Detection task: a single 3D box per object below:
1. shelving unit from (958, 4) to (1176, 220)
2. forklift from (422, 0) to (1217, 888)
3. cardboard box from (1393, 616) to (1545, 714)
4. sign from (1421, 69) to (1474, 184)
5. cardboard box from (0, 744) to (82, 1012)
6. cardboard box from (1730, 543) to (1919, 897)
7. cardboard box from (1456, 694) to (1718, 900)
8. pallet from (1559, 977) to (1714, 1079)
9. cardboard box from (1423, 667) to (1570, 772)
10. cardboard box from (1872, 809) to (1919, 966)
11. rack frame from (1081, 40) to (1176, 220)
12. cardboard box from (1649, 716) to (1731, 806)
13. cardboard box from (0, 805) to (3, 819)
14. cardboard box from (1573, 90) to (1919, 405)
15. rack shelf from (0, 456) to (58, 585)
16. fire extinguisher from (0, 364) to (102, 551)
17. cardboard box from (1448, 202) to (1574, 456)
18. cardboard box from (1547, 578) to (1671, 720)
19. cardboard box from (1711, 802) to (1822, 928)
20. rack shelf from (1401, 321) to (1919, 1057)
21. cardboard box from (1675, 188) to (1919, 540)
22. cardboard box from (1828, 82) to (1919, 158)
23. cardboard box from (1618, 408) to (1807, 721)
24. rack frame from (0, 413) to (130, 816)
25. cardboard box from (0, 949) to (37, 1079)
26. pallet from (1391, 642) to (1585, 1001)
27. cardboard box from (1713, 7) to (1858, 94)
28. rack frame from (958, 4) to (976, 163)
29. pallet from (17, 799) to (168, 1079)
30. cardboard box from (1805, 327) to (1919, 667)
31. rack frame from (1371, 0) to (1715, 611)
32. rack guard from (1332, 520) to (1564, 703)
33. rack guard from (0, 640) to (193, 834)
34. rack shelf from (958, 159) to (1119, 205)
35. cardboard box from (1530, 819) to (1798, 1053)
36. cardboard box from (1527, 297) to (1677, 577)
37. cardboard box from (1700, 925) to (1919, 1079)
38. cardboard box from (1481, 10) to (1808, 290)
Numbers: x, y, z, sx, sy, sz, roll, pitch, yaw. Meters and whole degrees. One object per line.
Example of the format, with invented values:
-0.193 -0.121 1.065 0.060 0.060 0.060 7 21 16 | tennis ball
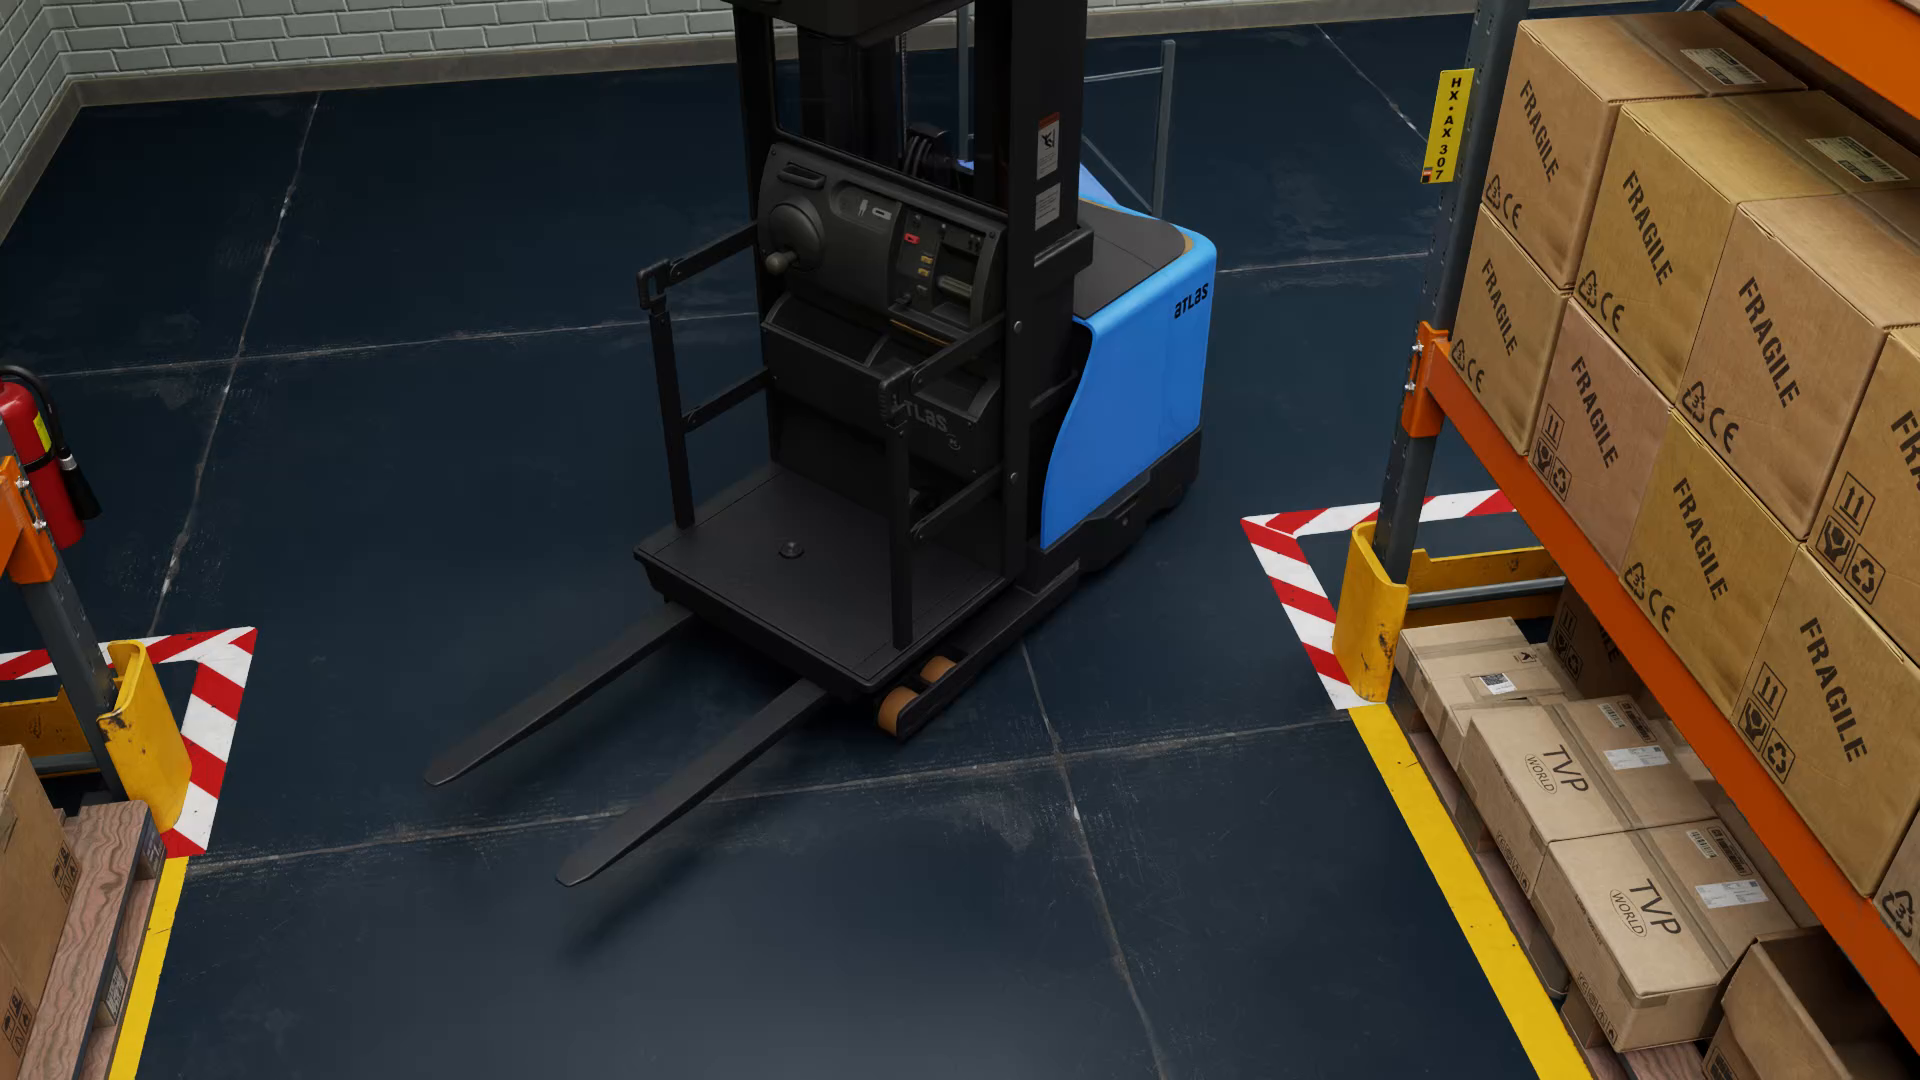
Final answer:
0.396 -1.513 6.975 0.538 1.500 1.048 -12 39 -15 | shelving unit
-0.396 -0.861 4.969 1.130 2.935 3.031 27 45 30 | forklift
1.606 0.395 5.262 0.380 0.149 0.250 -6 38 -8 | cardboard box
1.337 -1.131 4.555 0.100 0.325 0.005 -6 38 -8 | sign
-2.784 0.921 4.315 0.700 0.500 0.500 -6 38 -8 | cardboard box
1.956 0.326 3.304 0.500 0.500 0.500 -6 38 -7 | cardboard box
1.775 0.726 4.753 0.500 0.250 0.500 -6 38 -8 | cardboard box
2.236 1.517 4.126 1.003 0.211 1.213 -6 38 -8 | pallet
1.650 0.539 5.062 0.380 0.166 0.250 -6 38 -8 | cardboard box
2.048 0.634 2.908 0.500 0.500 0.500 -5 38 -7 | cardboard box
0.562 -1.218 6.596 0.500 1.500 0.032 -12 39 -15 | rack frame
2.192 0.654 4.914 0.380 0.166 0.250 -6 38 -8 | cardboard box
-2.582 0.723 4.041 0.380 0.149 0.250 -7 38 -8 | cardboard box
1.789 -0.670 3.771 0.500 0.500 0.500 -6 38 -7 | cardboard box
-2.654 1.180 2.873 1.077 0.370 4.000 -6 38 -8 | rack shelf
-2.577 -0.275 4.526 0.296 0.674 0.183 -6 38 -8 | fire extinguisher
1.690 -0.590 4.483 0.500 0.500 0.500 -5 38 -7 | cardboard box
2.209 0.268 5.139 0.500 0.500 0.500 -6 38 -8 | cardboard box
2.346 0.944 4.473 0.500 0.250 0.500 -6 38 -8 | cardboard box
2.222 0.645 3.561 1.077 0.370 4.000 -6 38 -8 | rack shelf
1.872 -0.368 3.382 0.500 0.500 0.500 -6 38 -7 | cardboard box
2.310 -0.737 3.858 0.500 0.500 0.500 -5 38 -7 | cardboard box
1.870 0.024 3.692 0.500 0.500 0.500 -6 38 -8 | cardboard box
-3.005 -0.312 4.207 1.000 3.000 0.127 -6 38 -8 | rack frame
-2.696 1.223 3.926 0.700 0.500 0.500 -6 38 -8 | cardboard box
2.025 0.781 5.072 1.003 0.211 1.213 -6 38 -8 | pallet
2.220 -1.042 4.250 0.500 0.500 0.500 -7 38 -8 | cardboard box
0.231 -1.808 7.355 0.500 1.500 0.032 -12 39 -15 | rack frame
-2.788 1.264 4.452 1.003 0.211 1.213 -6 38 -8 | pallet
1.962 -0.061 2.987 0.500 0.500 0.500 -7 38 -8 | cardboard box
1.871 -0.847 4.896 1.000 3.000 0.127 -6 38 -8 | rack frame
1.885 0.186 5.603 1.175 0.500 0.348 -6 38 -8 | rack guard
-3.009 0.660 4.992 1.175 0.500 0.348 -6 38 -8 | rack guard
0.396 -1.371 7.086 0.538 0.185 1.000 -12 39 -15 | rack shelf
1.863 1.028 4.365 0.500 0.250 0.500 -6 38 -8 | cardboard box
1.785 -0.279 4.083 0.500 0.500 0.500 -7 38 -8 | cardboard box
2.238 1.247 3.877 0.797 0.503 0.637 -6 38 -8 | cardboard box
1.690 -0.985 4.177 0.500 0.500 0.500 -5 38 -7 | cardboard box
